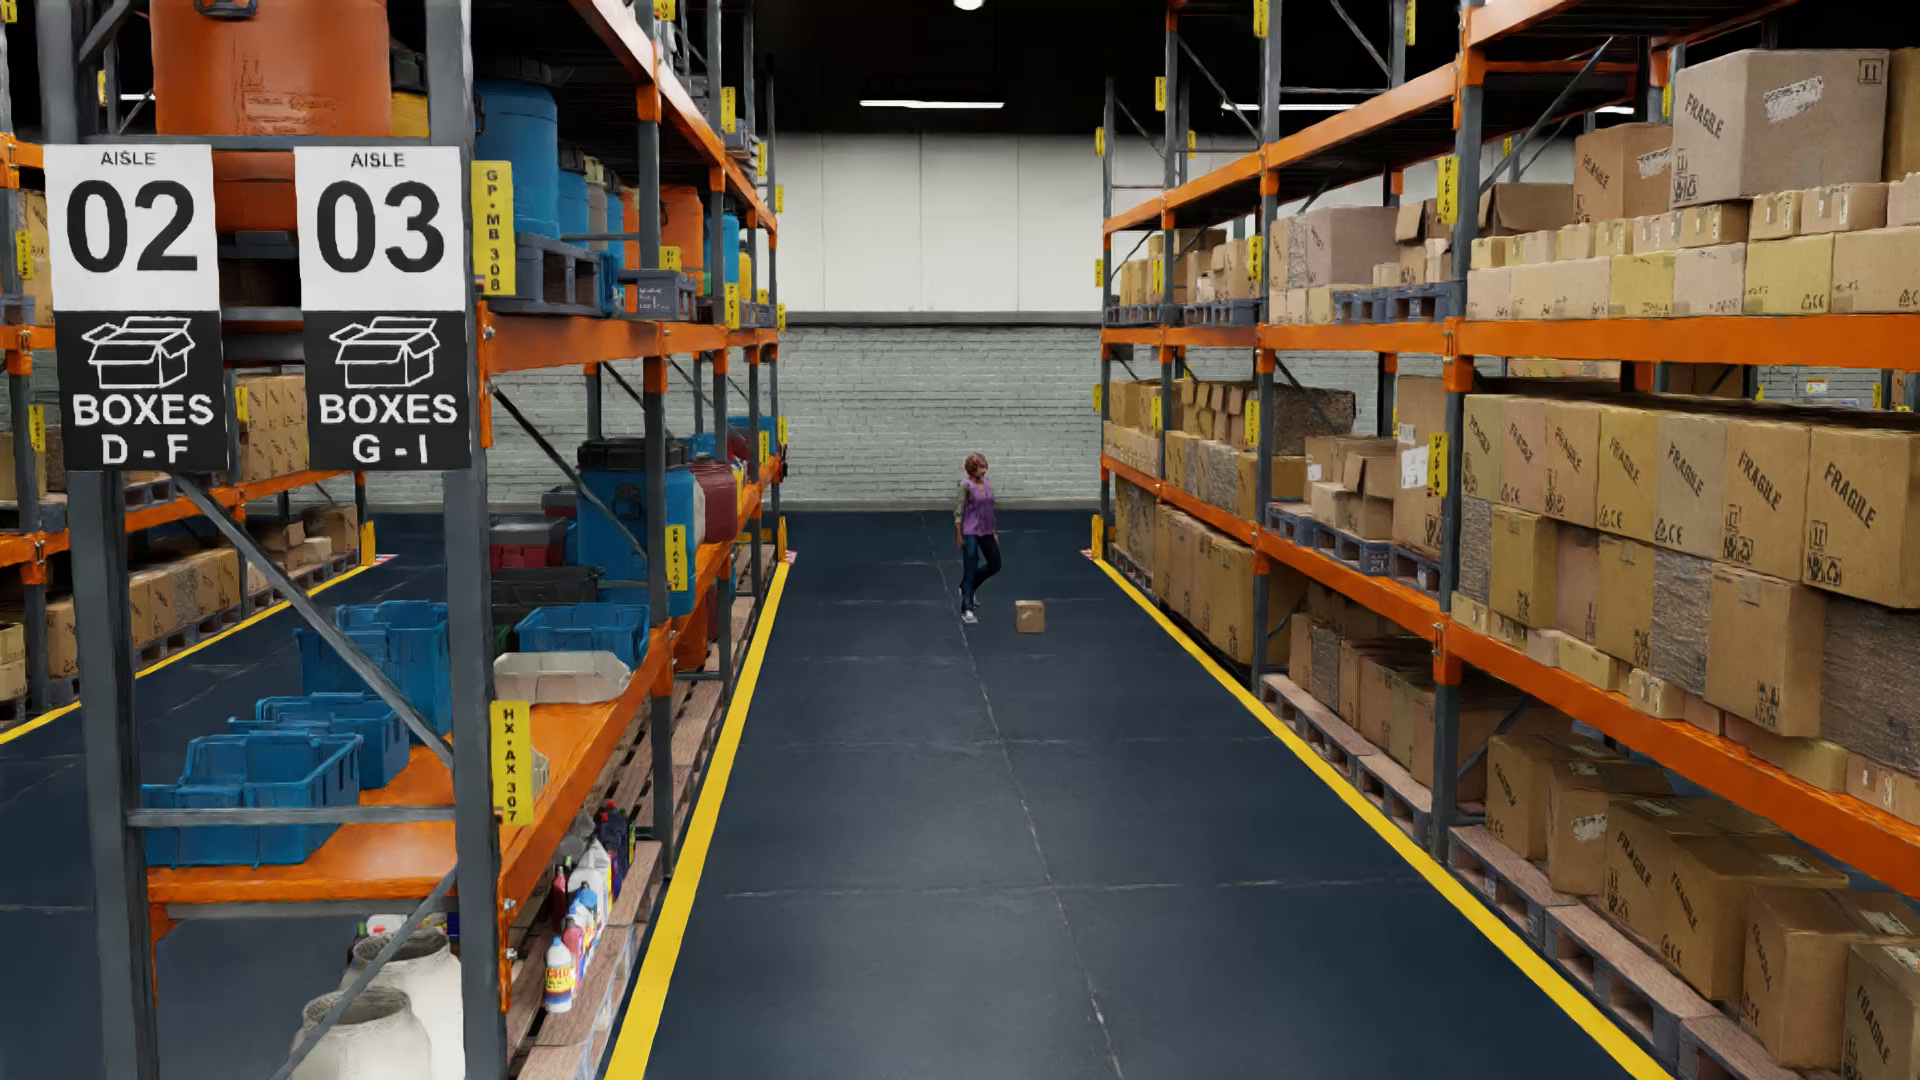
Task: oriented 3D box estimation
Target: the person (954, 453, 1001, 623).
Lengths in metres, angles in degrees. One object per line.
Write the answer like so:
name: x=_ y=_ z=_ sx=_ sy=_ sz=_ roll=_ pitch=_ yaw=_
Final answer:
person: x=0.118 y=-0.041 z=15.992 sx=0.538 sy=1.595 sz=0.515 roll=7 pitch=10 yaw=43
